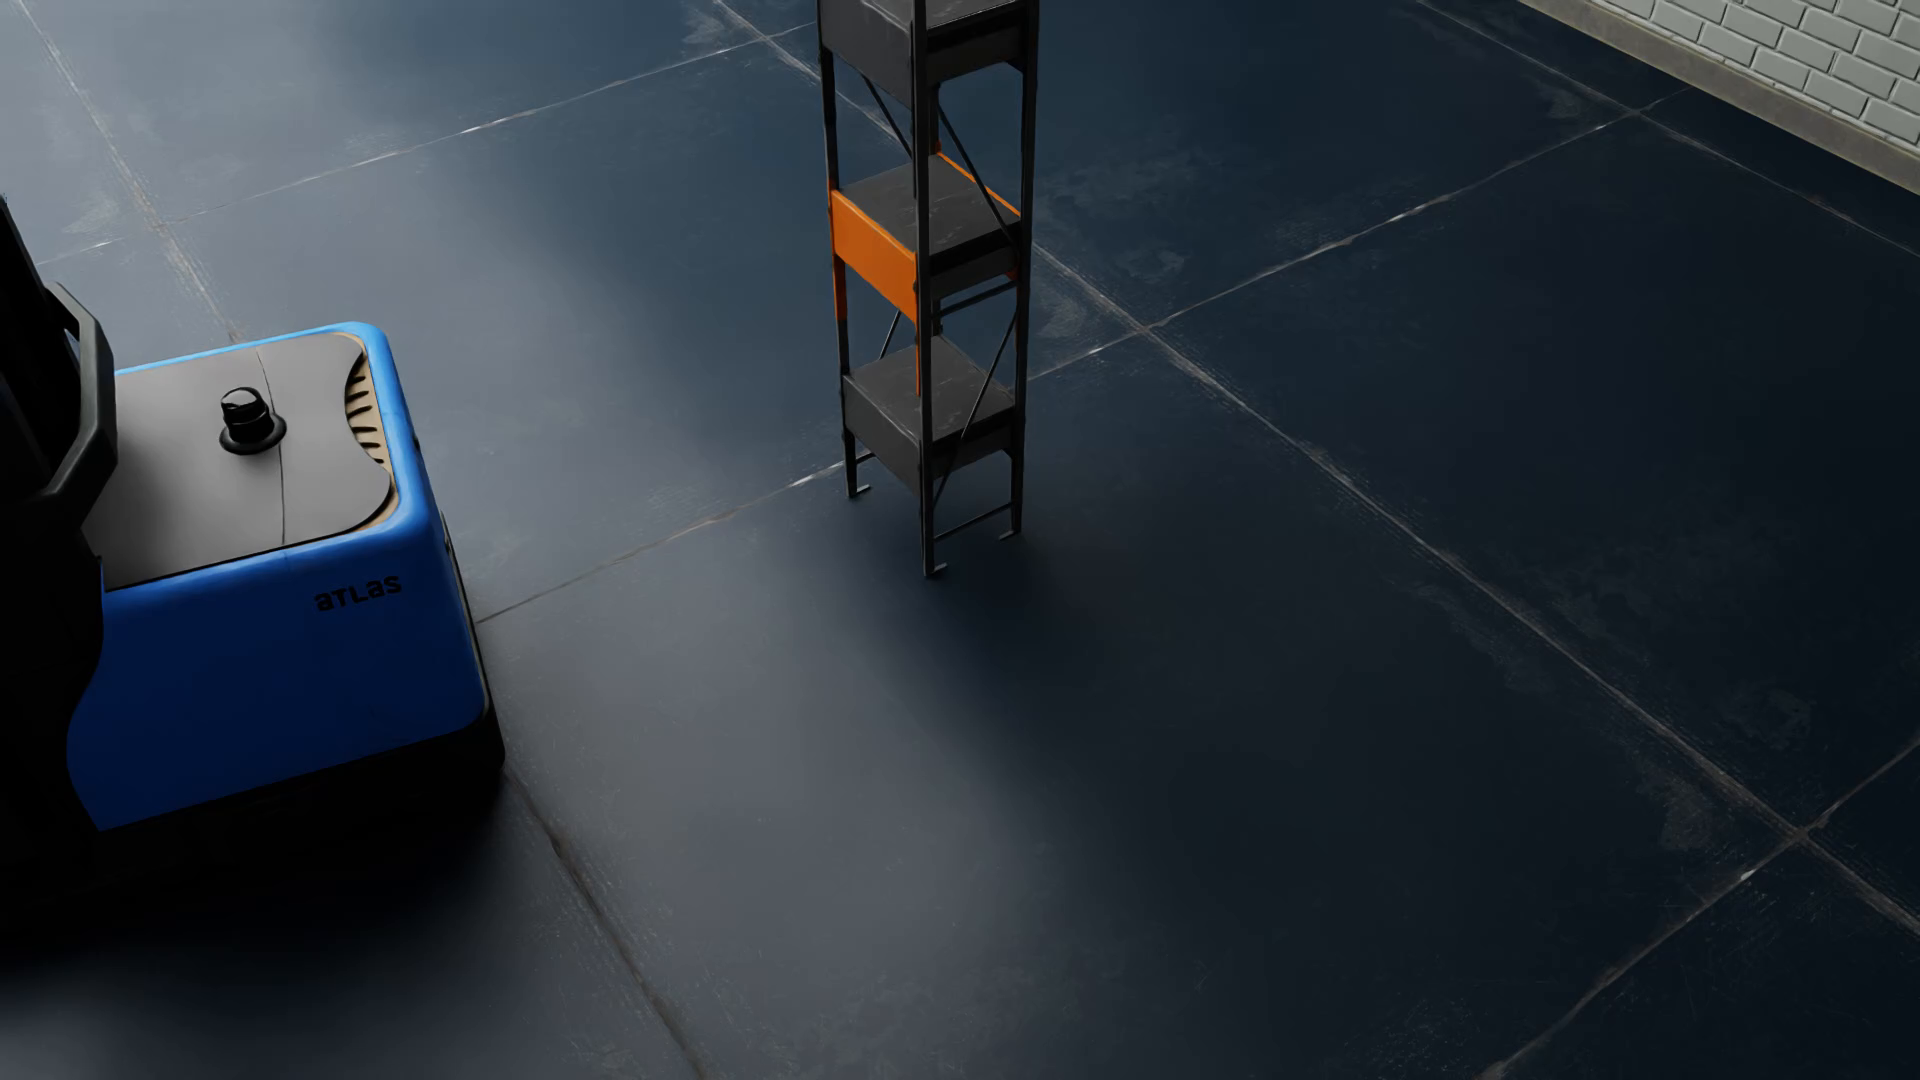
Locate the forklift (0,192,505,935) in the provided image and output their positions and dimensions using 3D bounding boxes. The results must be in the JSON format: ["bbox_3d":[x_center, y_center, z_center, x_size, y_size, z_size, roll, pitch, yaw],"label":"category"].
[{"bbox_3d":[-2.927,-0.261,3.901,3.031,2.935,1.130,-15,46,-15],"label":"forklift"}]

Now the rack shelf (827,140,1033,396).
[{"bbox_3d":[-0.095,-0.843,5.133,0.431,0.518,0.480,-26,49,-24],"label":"rack shelf"}]

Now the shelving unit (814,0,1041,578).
[{"bbox_3d":[-0.095,-0.853,5.123,0.431,2.100,0.503,-26,49,-24],"label":"shelving unit"}]

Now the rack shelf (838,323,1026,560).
[{"bbox_3d":[-0.095,-0.337,5.616,0.431,0.518,0.480,-26,49,-24],"label":"rack shelf"}]

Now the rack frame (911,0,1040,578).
[{"bbox_3d":[0.045,-0.715,4.978,0.400,2.100,0.015,-26,49,-24],"label":"rack frame"}]

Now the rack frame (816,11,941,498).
[{"bbox_3d":[-0.234,-0.991,5.268,0.400,2.100,0.015,-26,49,-24],"label":"rack frame"}]

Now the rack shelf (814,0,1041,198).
[{"bbox_3d":[-0.095,-1.350,4.649,0.431,0.518,0.480,-26,49,-24],"label":"rack shelf"}]
